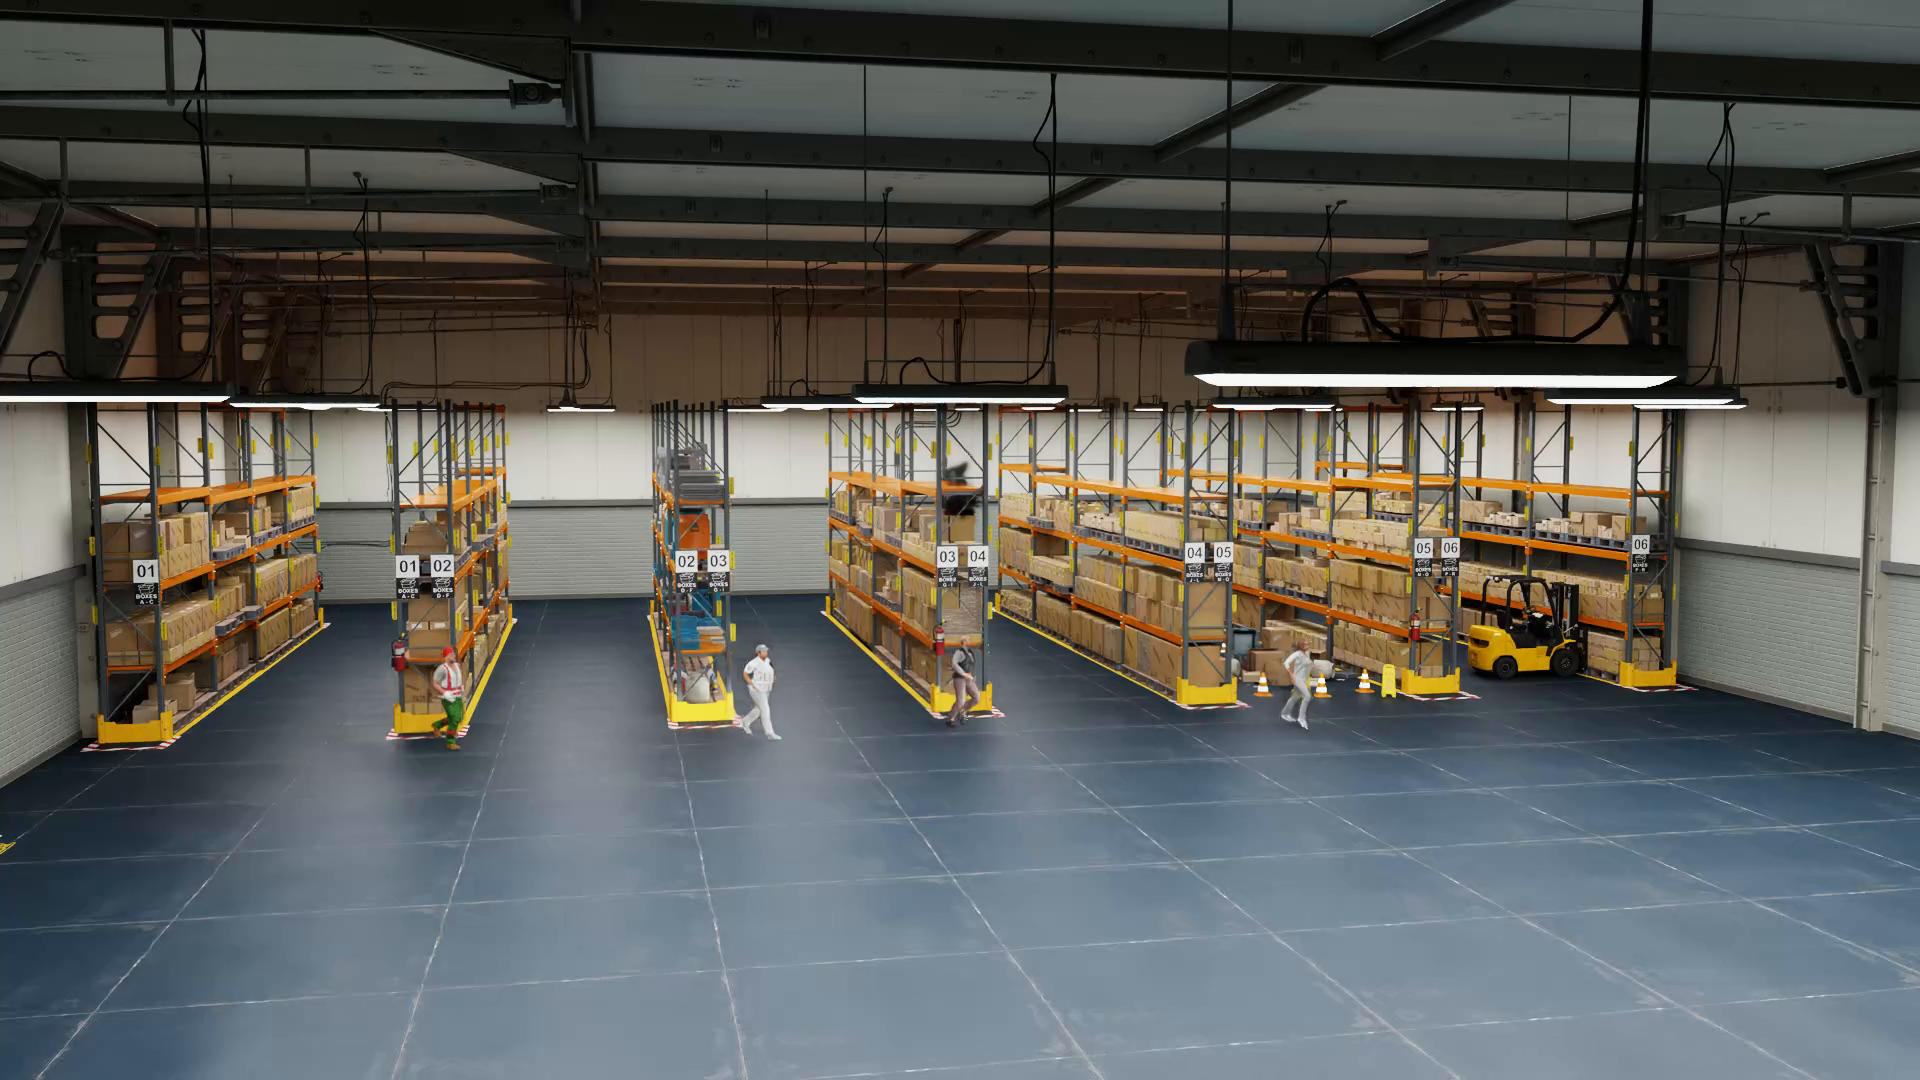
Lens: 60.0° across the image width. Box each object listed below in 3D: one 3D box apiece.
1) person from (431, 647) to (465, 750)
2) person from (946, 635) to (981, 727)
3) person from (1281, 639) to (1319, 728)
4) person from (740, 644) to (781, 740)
[{"bbox_3d":[-8.813,2.701,28.545,0.670,1.755,0.680,2,5,23],"label":"person"},{"bbox_3d":[0.118,2.580,30.601,0.584,1.663,0.694,3,5,33],"label":"person"},{"bbox_3d":[6.247,2.620,30.597,0.722,1.634,0.527,3,5,37],"label":"person"},{"bbox_3d":[-3.522,2.652,29.287,0.907,1.653,0.602,2,5,28],"label":"person"}]
